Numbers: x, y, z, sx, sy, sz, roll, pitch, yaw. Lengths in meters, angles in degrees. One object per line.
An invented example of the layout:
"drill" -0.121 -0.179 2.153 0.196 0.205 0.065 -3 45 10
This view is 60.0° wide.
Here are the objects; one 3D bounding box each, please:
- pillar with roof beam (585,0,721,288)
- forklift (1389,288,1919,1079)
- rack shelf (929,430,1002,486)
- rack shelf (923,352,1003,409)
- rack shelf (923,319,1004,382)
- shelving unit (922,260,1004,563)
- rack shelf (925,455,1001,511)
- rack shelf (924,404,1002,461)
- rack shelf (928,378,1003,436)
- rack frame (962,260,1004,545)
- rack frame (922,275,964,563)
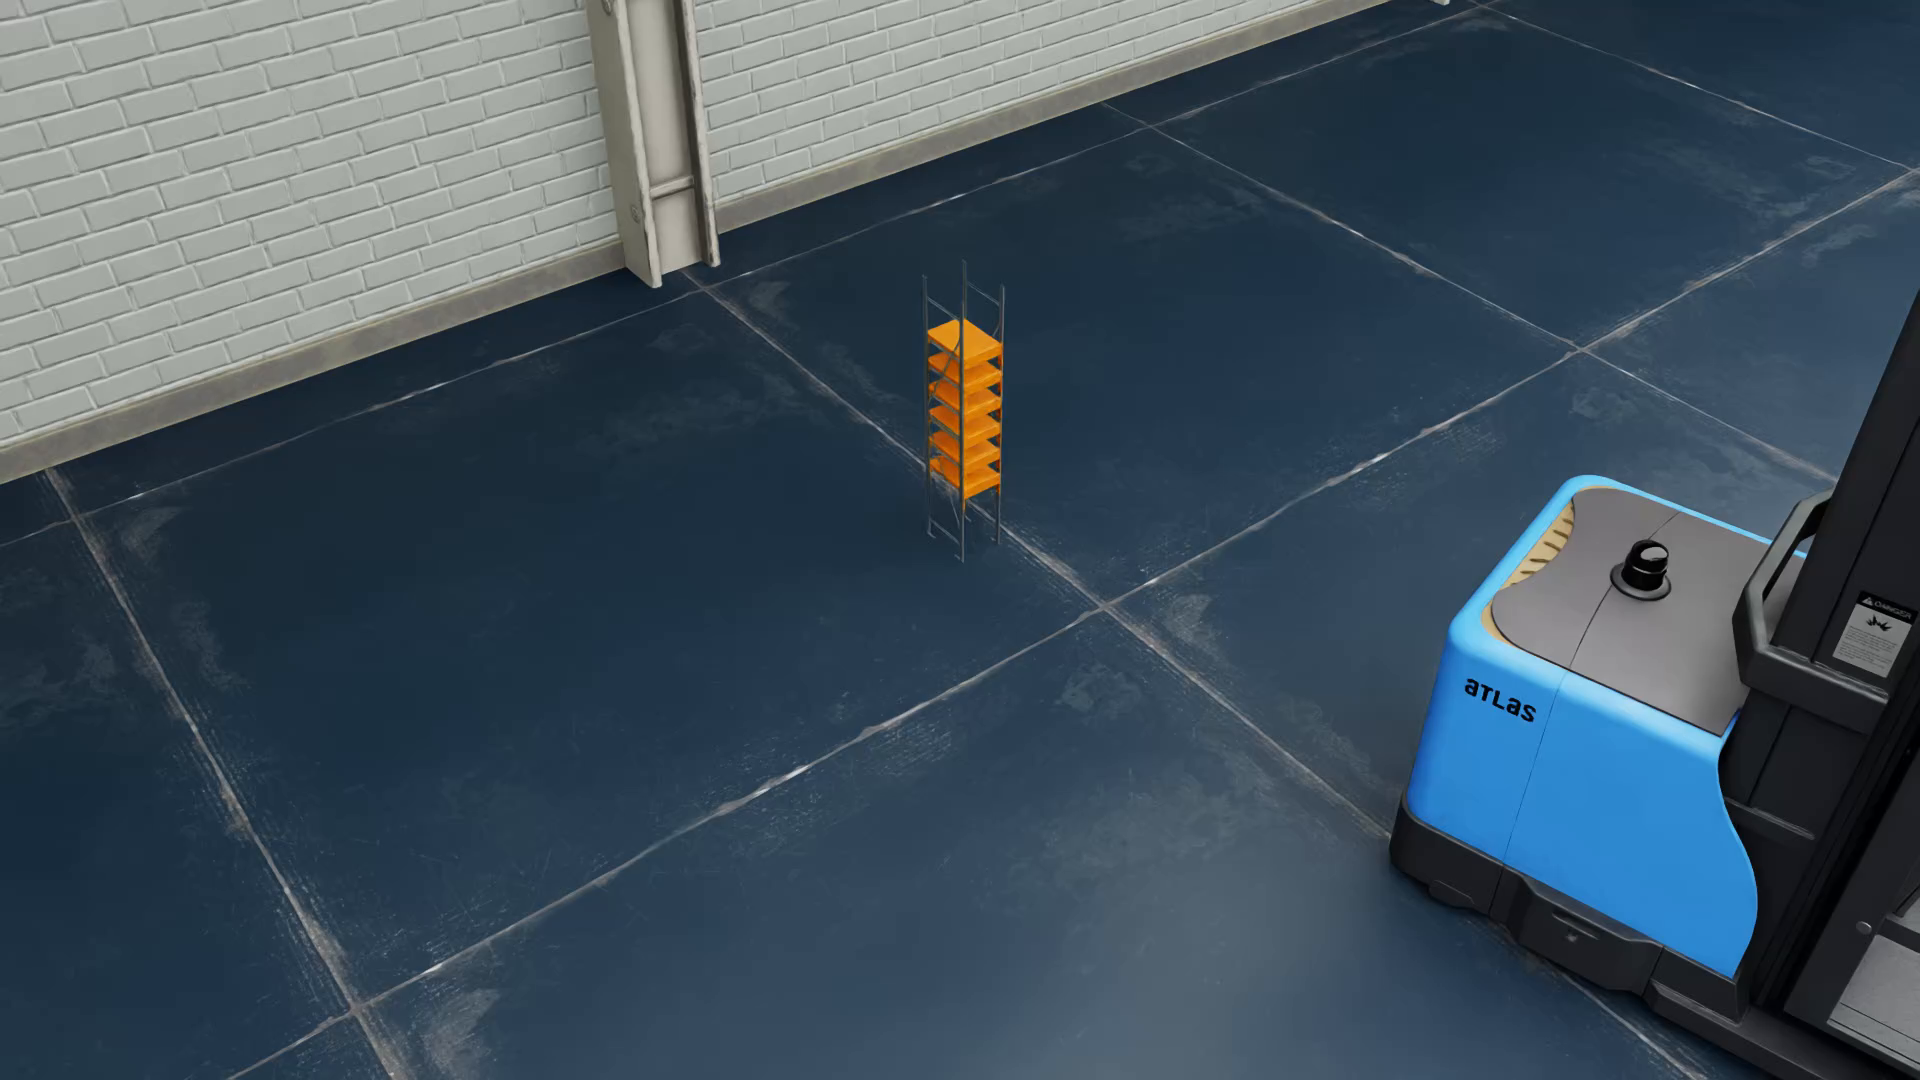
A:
"pillar with roof beam" 1.158 -2.720 2.970 0.400 9.000 9.100 -26 46 -28
"forklift" 2.870 0.277 4.101 3.031 2.935 1.130 26 46 28
"rack shelf" 0.011 -0.342 6.481 0.180 0.103 0.258 -26 46 -28
"rack shelf" 0.011 -0.621 6.252 0.180 0.103 0.258 -26 46 -28
"rack shelf" 0.011 -0.713 6.176 0.180 0.103 0.258 -26 46 -28
"shelving unit" 0.011 -0.469 6.376 0.189 1.200 0.258 -26 46 -28
"rack shelf" 0.011 -0.250 6.557 0.180 0.103 0.258 -26 46 -28
"rack shelf" 0.011 -0.435 6.404 0.180 0.103 0.258 -26 46 -28
"rack shelf" 0.011 -0.528 6.328 0.180 0.103 0.258 -26 46 -28
"rack frame" 0.084 -0.505 6.419 0.006 1.200 0.240 -26 46 -28
"rack frame" -0.061 -0.434 6.333 0.006 1.200 0.240 -26 46 -28
